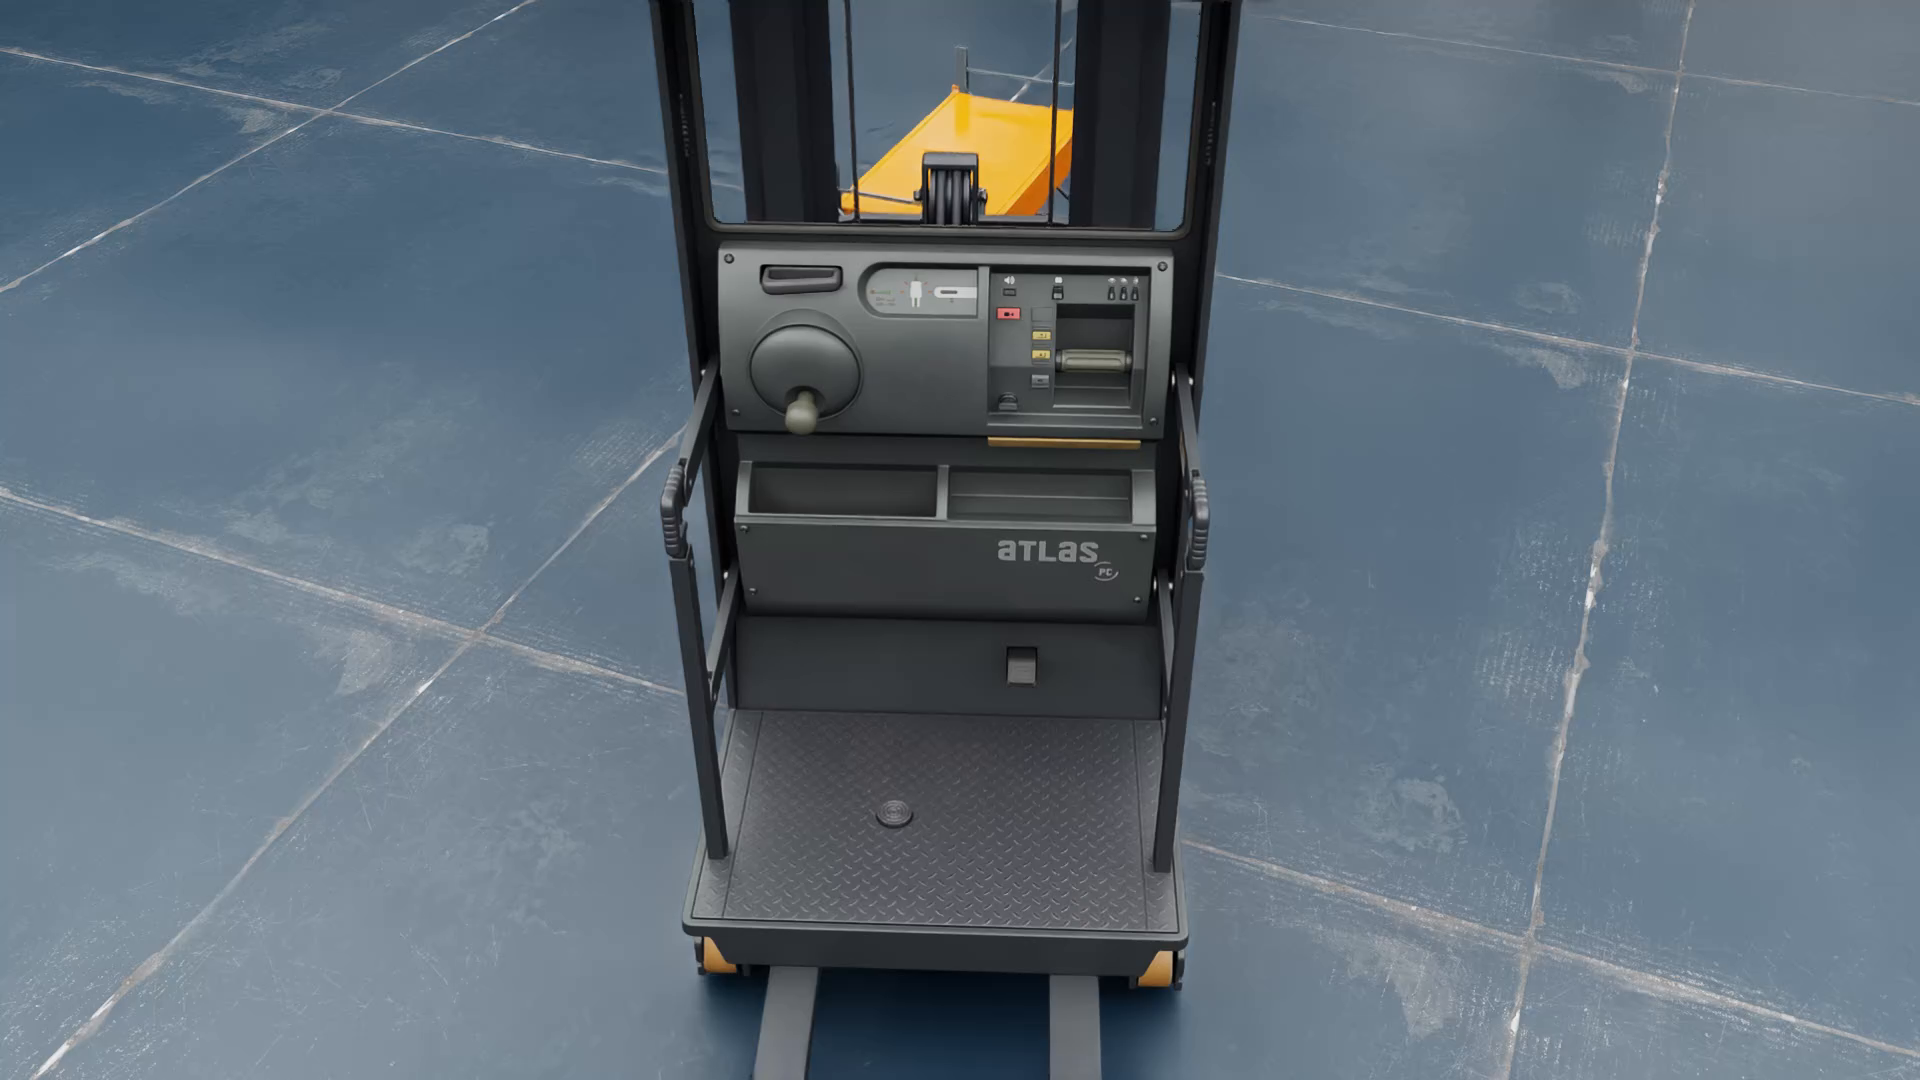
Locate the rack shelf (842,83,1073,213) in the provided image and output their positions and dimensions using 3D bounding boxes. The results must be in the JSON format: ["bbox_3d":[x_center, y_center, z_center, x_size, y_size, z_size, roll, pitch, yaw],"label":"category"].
[{"bbox_3d":[0.028,-1.114,5.312,0.538,0.278,1.000,14,39,18],"label":"rack shelf"}]

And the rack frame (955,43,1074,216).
[{"bbox_3d":[0.219,-1.162,5.864,0.500,1.125,0.032,14,39,18],"label":"rack frame"}]

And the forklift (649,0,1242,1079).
[{"bbox_3d":[-0.038,-0.338,3.254,1.130,2.935,3.031,1,37,2],"label":"forklift"}]

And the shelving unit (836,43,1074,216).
[{"bbox_3d":[0.028,-0.880,5.487,0.538,1.125,1.048,14,39,18],"label":"shelving unit"}]

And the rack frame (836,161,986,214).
[{"bbox_3d":[-0.163,-0.598,5.110,0.500,1.125,0.032,14,39,18],"label":"rack frame"}]
